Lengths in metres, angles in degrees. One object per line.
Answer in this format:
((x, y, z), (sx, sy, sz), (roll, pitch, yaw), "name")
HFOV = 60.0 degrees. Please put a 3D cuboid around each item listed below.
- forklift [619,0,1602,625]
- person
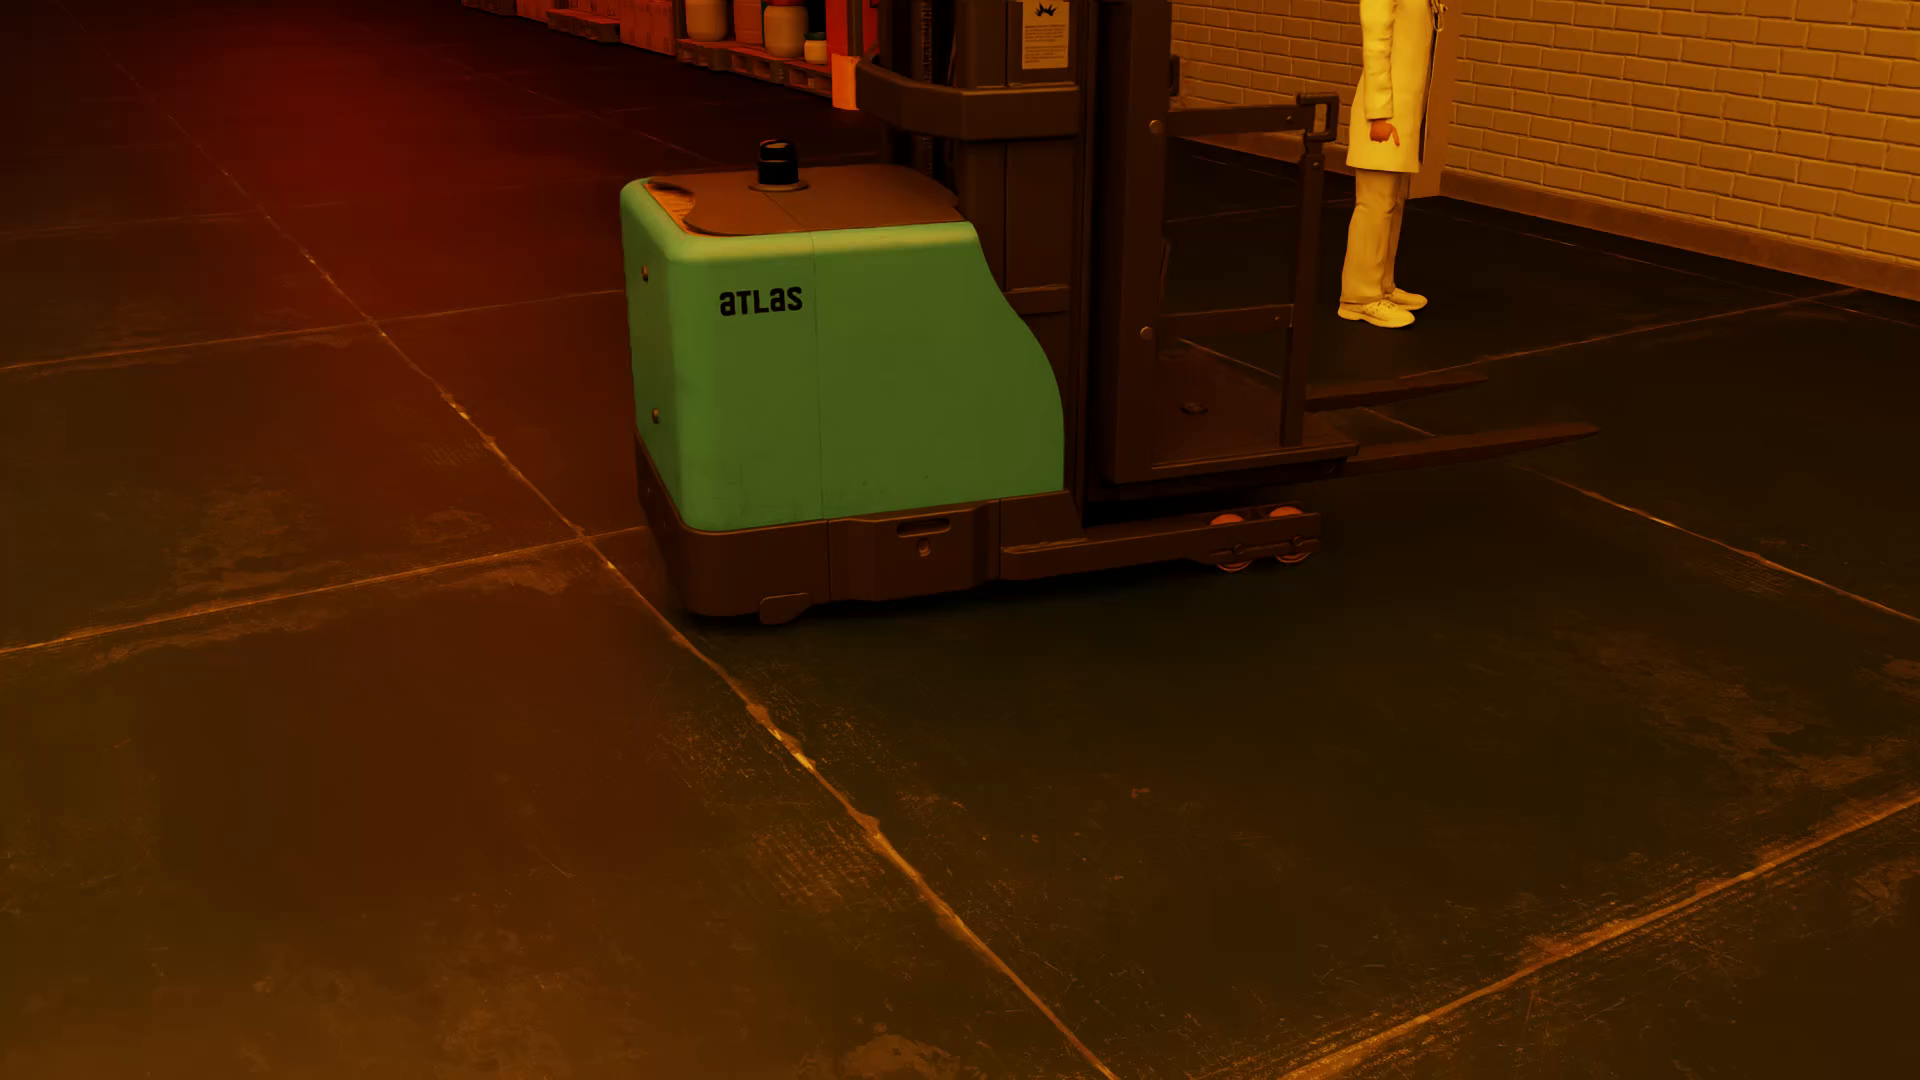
((0.555, -1.445, 4.795), (3.031, 2.935, 1.130), (-7, 23, -17), "forklift")
((1.945, -1.875, 7.357), (0.393, 1.782, 0.551), (10, 24, 23), "person")
